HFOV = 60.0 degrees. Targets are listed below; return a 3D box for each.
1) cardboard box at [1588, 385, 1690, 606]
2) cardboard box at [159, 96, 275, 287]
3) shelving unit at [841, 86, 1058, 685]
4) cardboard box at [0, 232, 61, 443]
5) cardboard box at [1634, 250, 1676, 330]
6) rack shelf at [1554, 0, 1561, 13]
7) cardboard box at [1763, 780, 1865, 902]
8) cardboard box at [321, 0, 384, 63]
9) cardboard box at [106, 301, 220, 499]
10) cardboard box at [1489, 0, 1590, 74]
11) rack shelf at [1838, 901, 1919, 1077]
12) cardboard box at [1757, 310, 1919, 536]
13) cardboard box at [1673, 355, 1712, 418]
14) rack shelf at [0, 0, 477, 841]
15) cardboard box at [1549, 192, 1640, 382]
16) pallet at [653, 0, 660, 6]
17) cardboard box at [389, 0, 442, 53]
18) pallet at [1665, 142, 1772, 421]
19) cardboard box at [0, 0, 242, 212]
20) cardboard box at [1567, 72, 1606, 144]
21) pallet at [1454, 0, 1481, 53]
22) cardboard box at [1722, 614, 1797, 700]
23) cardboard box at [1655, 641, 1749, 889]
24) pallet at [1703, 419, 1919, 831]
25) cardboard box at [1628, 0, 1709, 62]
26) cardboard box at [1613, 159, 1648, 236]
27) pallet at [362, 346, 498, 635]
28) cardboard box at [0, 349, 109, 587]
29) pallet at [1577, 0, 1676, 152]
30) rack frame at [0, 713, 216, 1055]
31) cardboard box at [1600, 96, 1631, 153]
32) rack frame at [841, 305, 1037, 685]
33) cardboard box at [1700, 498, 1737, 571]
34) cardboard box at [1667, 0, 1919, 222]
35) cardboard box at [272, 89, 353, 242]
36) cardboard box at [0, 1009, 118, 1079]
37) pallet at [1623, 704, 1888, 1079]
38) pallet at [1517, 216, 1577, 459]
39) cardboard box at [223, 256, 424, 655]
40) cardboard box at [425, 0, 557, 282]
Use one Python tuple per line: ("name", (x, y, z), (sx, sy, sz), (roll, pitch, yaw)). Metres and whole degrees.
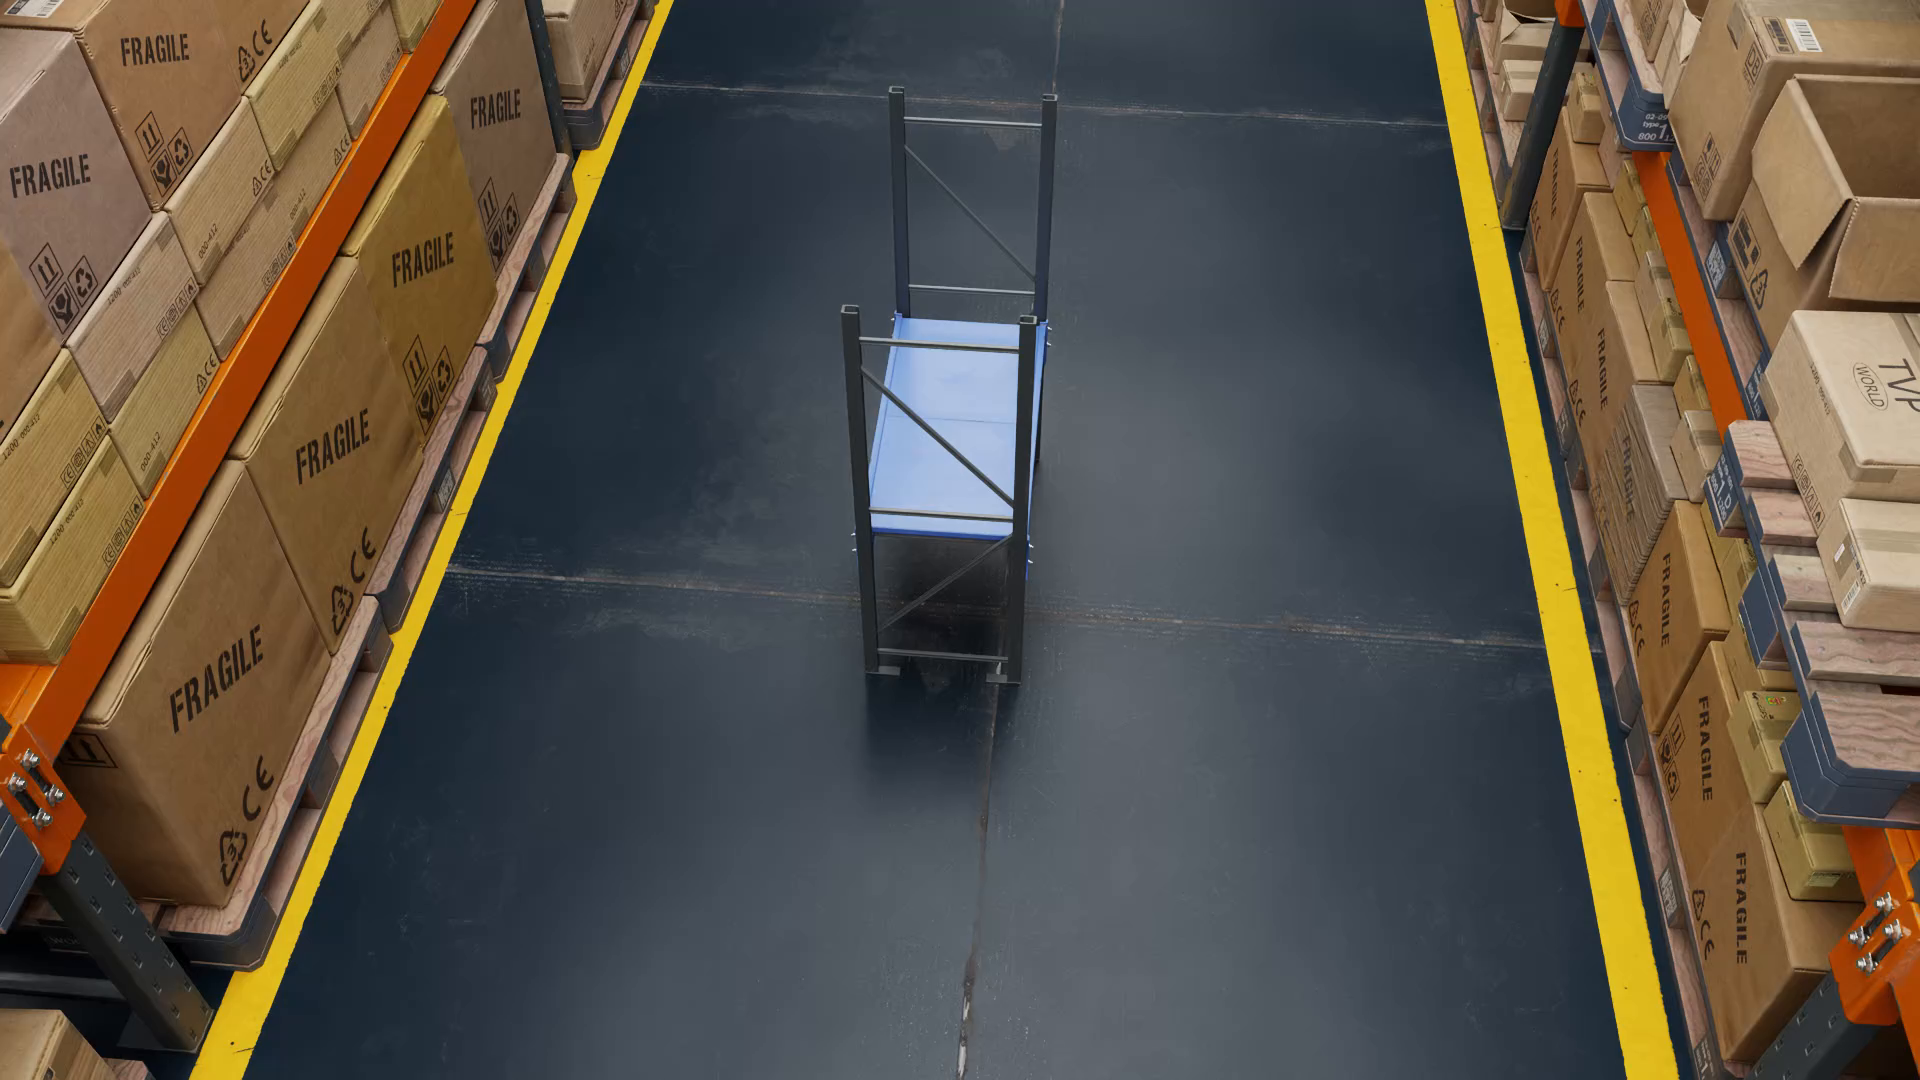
("cardboard box", (2.351, -0.131, 5.246), (0.500, 0.500, 0.500), (2, 48, 2))
("cardboard box", (-2.148, -0.923, 4.324), (0.500, 0.250, 0.500), (4, 48, 3))
("shelving unit", (-0.008, -0.443, 5.139), (0.538, 1.500, 1.048), (4, 48, 4))
("cardboard box", (-2.258, -0.421, 3.357), (0.500, 0.500, 0.500), (2, 48, 2))
("cardboard box", (2.432, -0.802, 5.420), (0.380, 0.149, 0.250), (4, 48, 3))
("rack shelf", (2.944, -3.539, 7.442), (1.077, 0.370, 4.000), (4, 48, 4))
("cardboard box", (2.190, 0.730, 4.019), (0.380, 0.149, 0.250), (2, 48, 2))
("cardboard box", (-2.059, -1.672, 5.009), (0.500, 0.250, 0.500), (5, 48, 4))
("cardboard box", (-2.222, -0.374, 4.161), (0.500, 0.250, 0.500), (3, 48, 2))
("cardboard box", (2.552, -2.223, 7.318), (0.396, 0.266, 0.258), (5, 48, 5))
("rack shelf", (2.215, 2.340, 2.065), (1.077, 0.370, 4.000), (4, 48, 4))
("cardboard box", (2.171, -0.261, 3.773), (0.500, 0.250, 0.500), (2, 48, 2))
("cardboard box", (2.412, -0.419, 5.071), (0.380, 0.149, 0.250), (4, 48, 4))
("rack shelf", (-2.364, -0.931, 5.056), (1.077, 0.370, 4.000), (4, 48, 4))
("cardboard box", (2.455, -0.878, 5.930), (0.500, 0.500, 0.500), (3, 48, 3))
("pallet", (-1.926, -3.154, 8.492), (1.003, 0.211, 1.213), (4, 48, 4))
("cardboard box", (-2.019, -1.872, 5.531), (0.500, 0.250, 0.500), (3, 48, 3))
("pallet", (2.570, -0.737, 4.522), (1.003, 0.211, 1.213), (4, 48, 4))
("cardboard box", (-2.160, -1.165, 4.038), (0.500, 0.500, 0.500), (5, 48, 5))
("cardboard box", (2.464, -1.583, 6.135), (0.380, 0.149, 0.250), (6, 48, 5))
("pallet", (2.934, -2.774, 8.145), (1.003, 0.211, 1.213), (4, 48, 4))
("cardboard box", (2.252, 0.337, 4.379), (0.380, 0.149, 0.250), (2, 48, 2))
("cardboard box", (2.277, 0.637, 4.544), (0.500, 0.500, 0.500), (3, 48, 3))
("pallet", (2.389, 0.189, 3.674), (1.213, 0.211, 1.003), (4, 48, 4))
("cardboard box", (2.447, -1.767, 4.981), (0.700, 0.500, 0.500), (4, 48, 4))
("cardboard box", (2.504, -1.185, 5.771), (0.380, 0.149, 0.250), (2, 48, 2))
("pallet", (-2.286, -0.231, 5.818), (1.003, 0.211, 1.213), (4, 48, 4))
("cardboard box", (-2.254, -0.178, 3.643), (0.500, 0.250, 0.500), (4, 48, 3))
("pallet", (2.580, -1.667, 5.372), (1.003, 0.211, 1.213), (4, 48, 4))
("rack frame", (-2.546, 0.296, 3.446), (1.000, 3.000, 0.127), (4, 48, 4))
("cardboard box", (2.488, -1.490, 5.848), (0.380, 0.149, 0.250), (2, 48, 2))
("rack frame", (-0.054, -0.070, 4.798), (0.500, 1.500, 0.032), (4, 48, 4))
("cardboard box", (2.343, -0.037, 4.721), (0.380, 0.149, 0.250), (3, 48, 3))
("cardboard box", (2.376, -1.190, 4.453), (0.700, 0.500, 0.500), (4, 48, 3))
("cardboard box", (-2.127, -1.122, 4.845), (0.500, 0.250, 0.500), (4, 48, 4))
("cardboard box", (-2.608, 1.456, 3.882), (0.950, 0.372, 0.625), (1, 48, 1))
("pallet", (2.503, 1.022, 4.672), (1.003, 0.211, 1.213), (4, 48, 4))
("pallet", (2.725, -0.771, 6.312), (1.003, 0.211, 1.213), (4, 48, 4))
("cardboard box", (-2.315, -0.286, 5.134), (0.875, 0.875, 0.875), (4, 48, 4))
("cardboard box", (-2.159, -1.607, 6.342), (0.875, 0.875, 0.875), (5, 48, 5))
